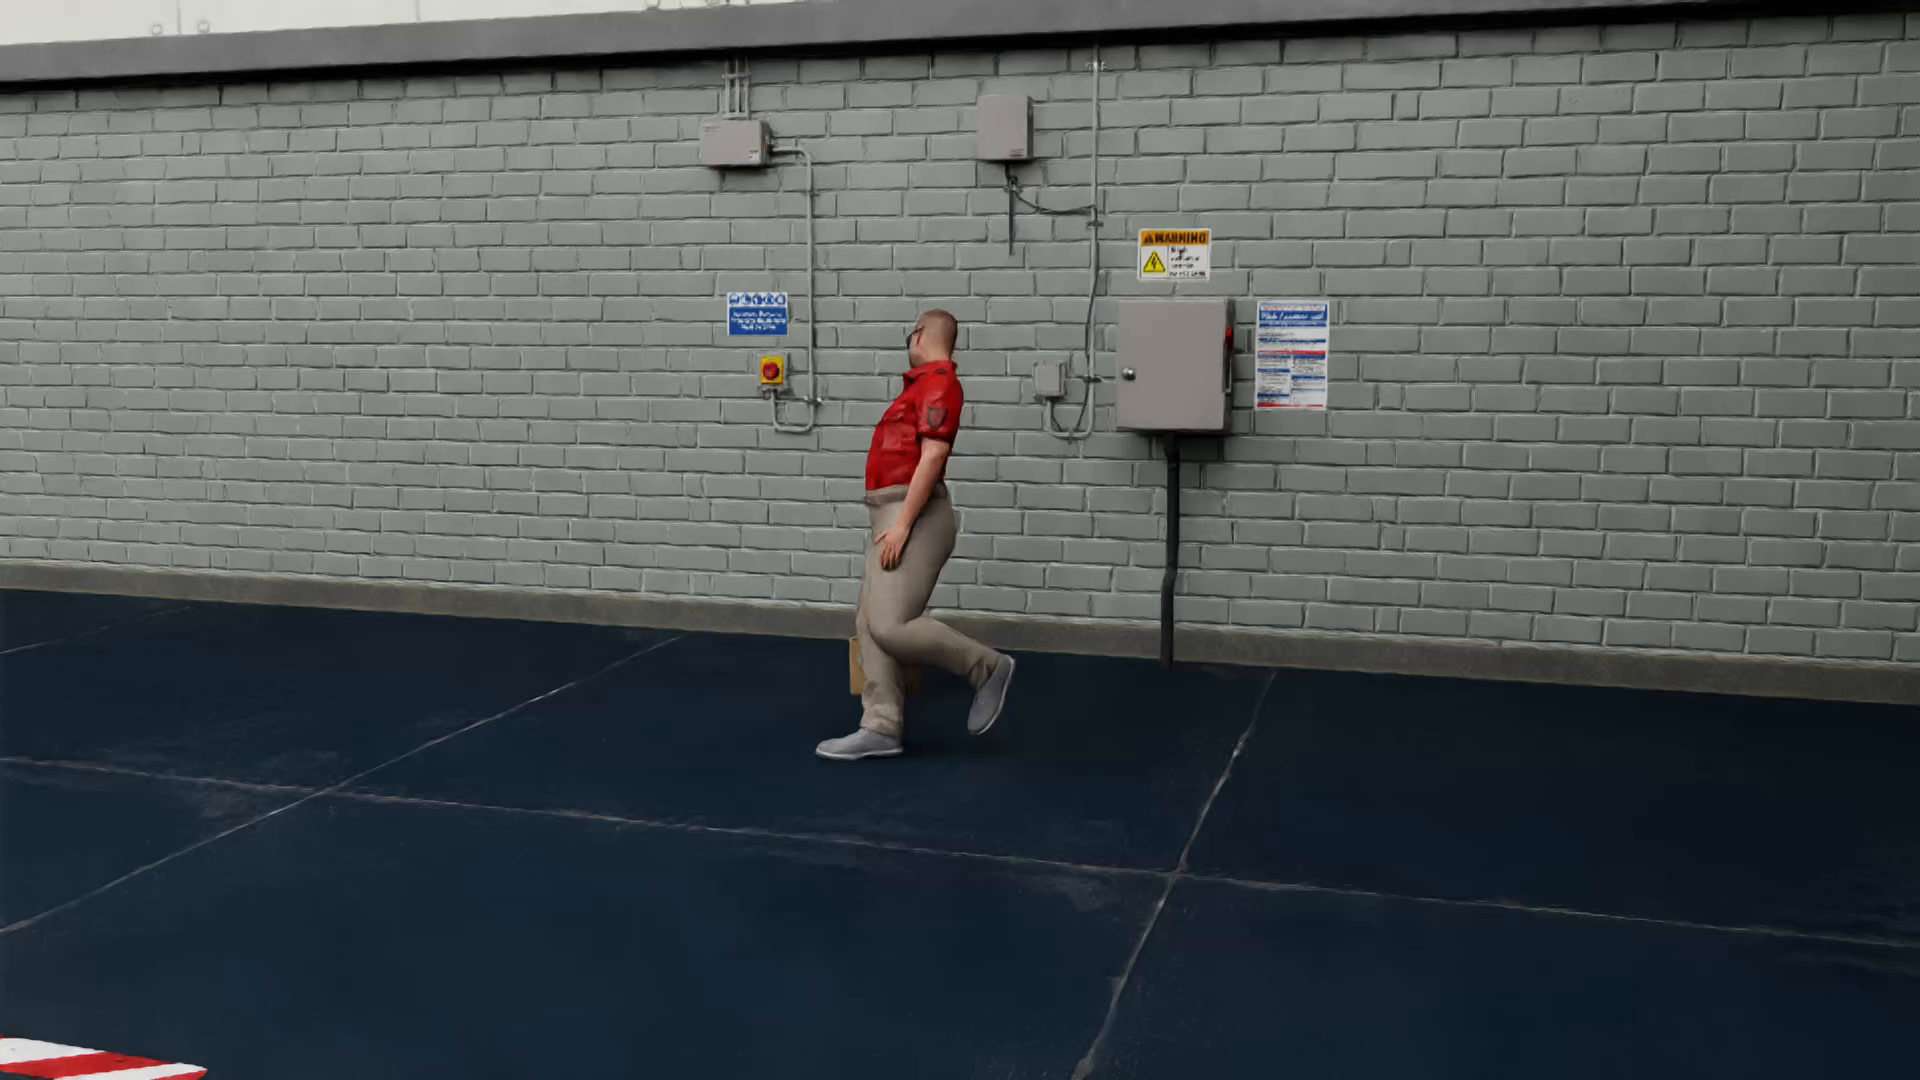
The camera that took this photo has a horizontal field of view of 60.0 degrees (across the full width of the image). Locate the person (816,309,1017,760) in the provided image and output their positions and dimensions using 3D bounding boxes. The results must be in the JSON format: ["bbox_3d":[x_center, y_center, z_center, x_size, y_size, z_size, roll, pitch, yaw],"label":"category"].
[{"bbox_3d":[-0.199,-0.032,6.282,0.709,1.666,0.614,-1,8,-6],"label":"person"}]
